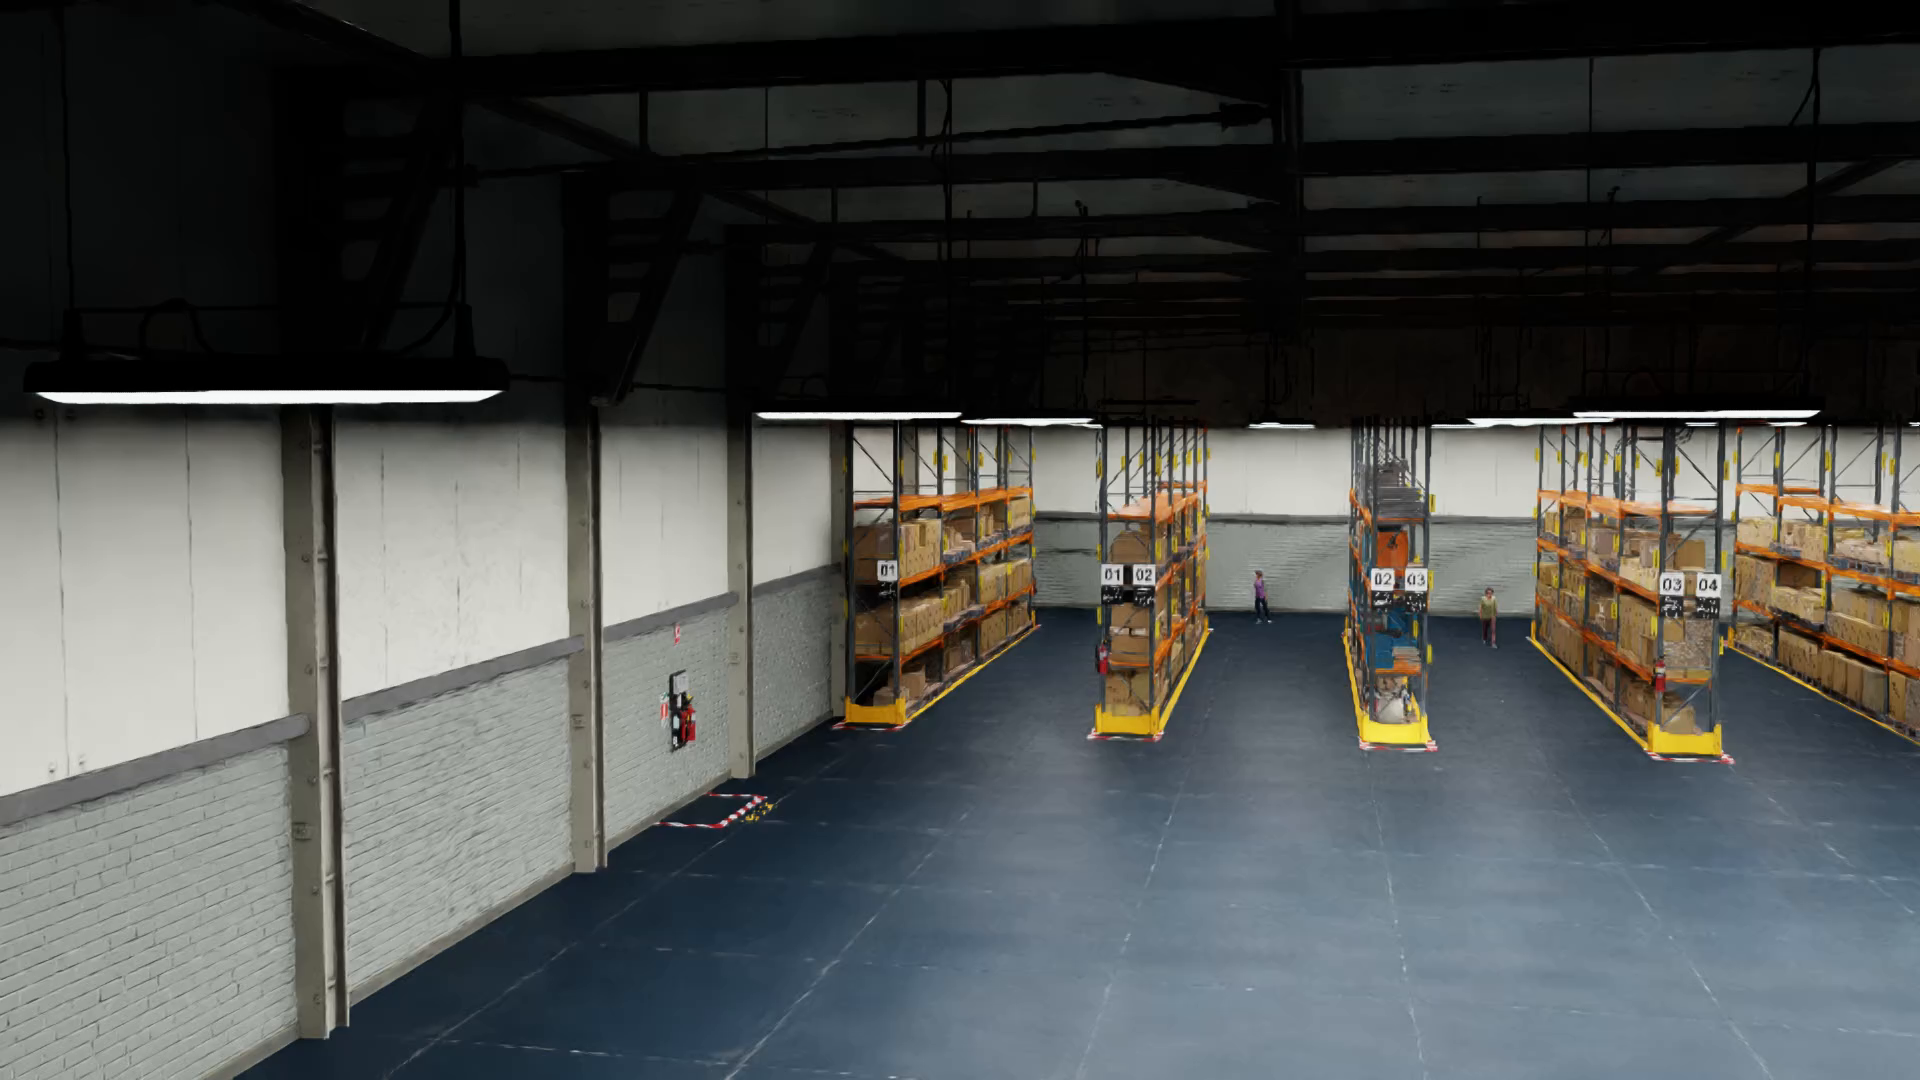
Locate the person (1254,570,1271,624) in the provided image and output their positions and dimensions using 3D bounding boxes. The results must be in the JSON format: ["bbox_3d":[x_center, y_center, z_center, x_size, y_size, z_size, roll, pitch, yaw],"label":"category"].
[{"bbox_3d":[8.926,1.675,49.023,0.512,1.587,0.462,-3,5,-39],"label":"person"}]

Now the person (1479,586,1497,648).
[{"bbox_3d":[13.865,2.005,43.658,0.448,1.590,1.110,1,4,14],"label":"person"}]
